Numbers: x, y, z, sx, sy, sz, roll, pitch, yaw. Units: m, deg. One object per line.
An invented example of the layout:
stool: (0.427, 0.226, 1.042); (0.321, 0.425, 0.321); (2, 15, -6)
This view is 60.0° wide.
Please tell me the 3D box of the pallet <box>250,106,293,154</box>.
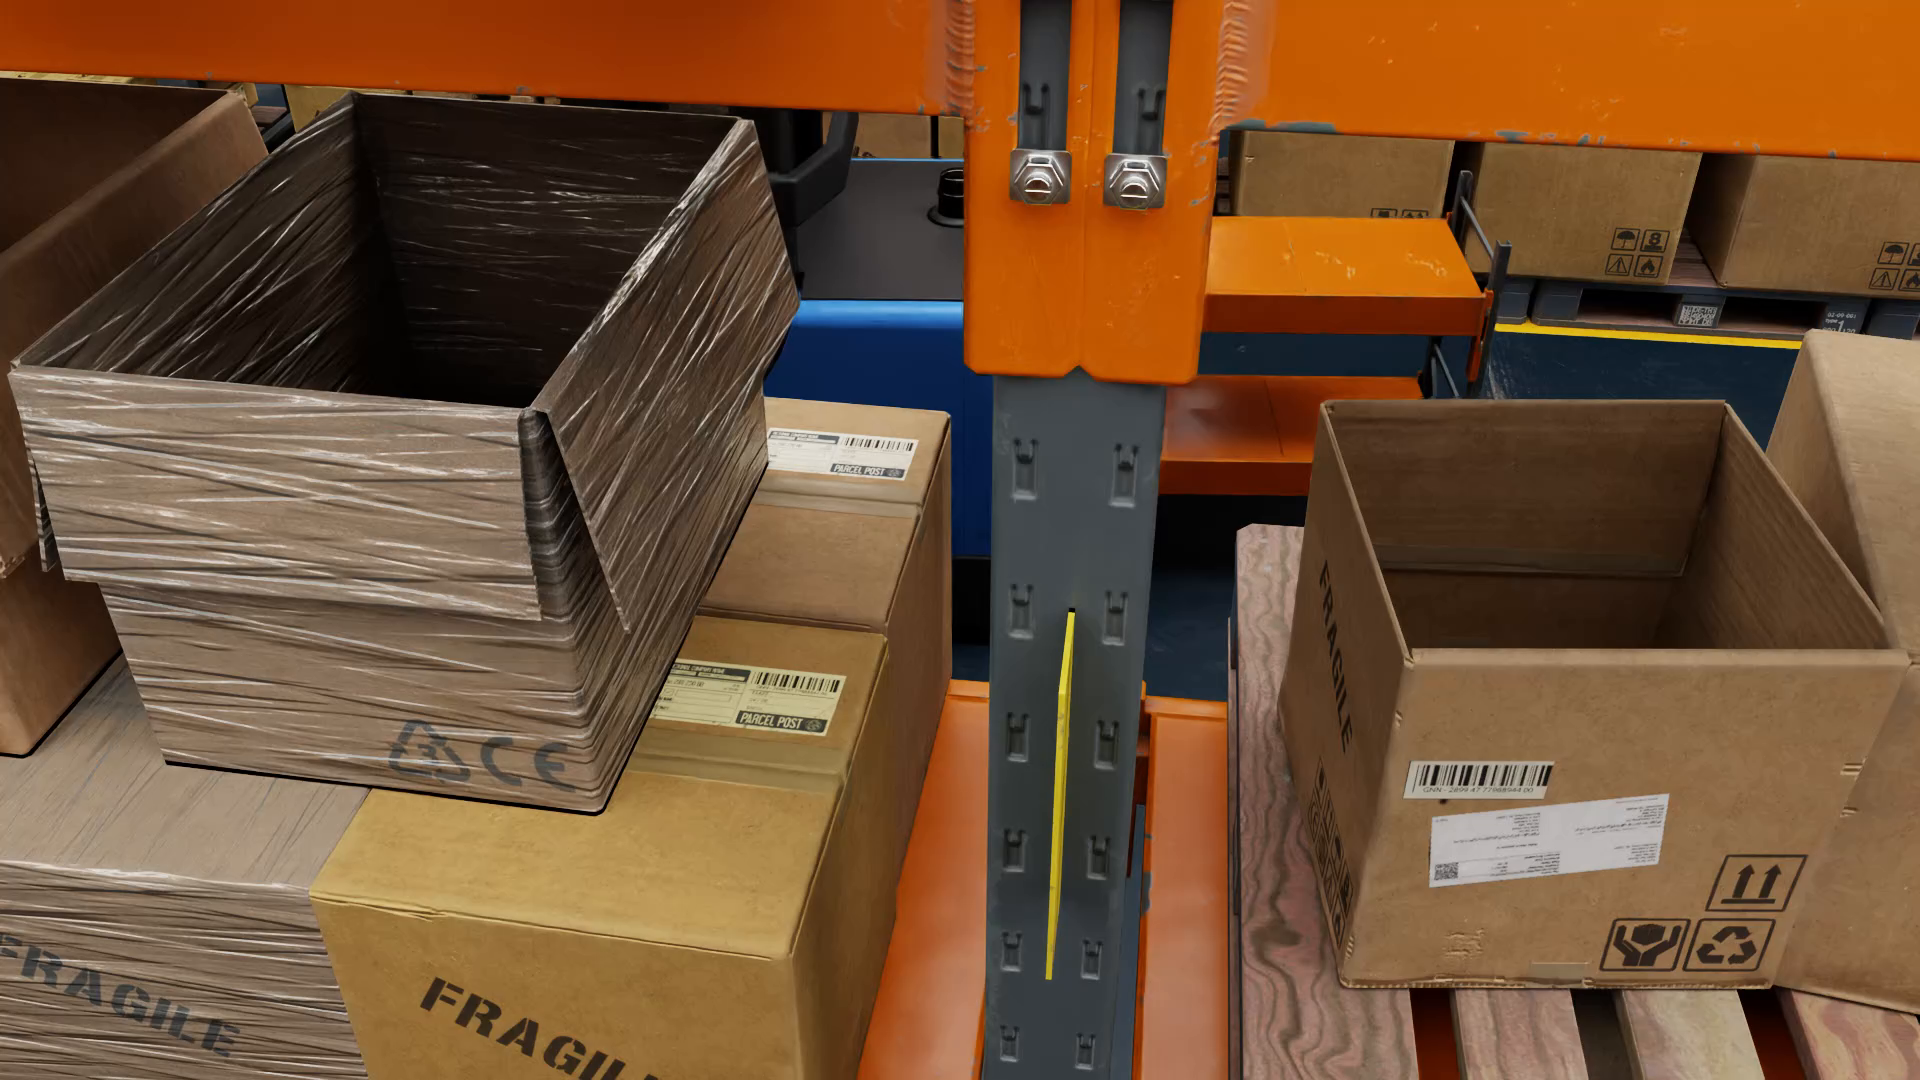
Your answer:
pallet: (-3.757, -1.673, 7.412); (1.213, 0.211, 1.003); (4, 36, 6)

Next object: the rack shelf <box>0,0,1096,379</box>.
rack shelf: (-1.834, -0.708, 1.697); (4.000, 0.370, 1.077); (4, 36, 6)

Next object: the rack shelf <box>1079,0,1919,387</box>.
rack shelf: (2.133, -0.412, 1.283); (4.000, 0.370, 1.077); (4, 36, 6)

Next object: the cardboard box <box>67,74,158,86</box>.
cardboard box: (-3.472, -1.908, 6.921); (0.250, 0.149, 0.380); (5, 36, 7)

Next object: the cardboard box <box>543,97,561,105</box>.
cardboard box: (-1.341, -1.655, 6.778); (0.500, 0.500, 0.500); (5, 36, 7)

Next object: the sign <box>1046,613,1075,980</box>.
sign: (0.082, 0.217, 1.368); (0.005, 0.325, 0.100); (4, 36, 6)

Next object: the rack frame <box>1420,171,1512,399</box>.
rack frame: (1.454, -0.465, 4.934); (0.032, 1.125, 0.500); (1, 36, 1)

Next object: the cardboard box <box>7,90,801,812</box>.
cardboard box: (-0.574, -0.145, 1.921); (0.637, 0.503, 0.797); (5, 36, 8)

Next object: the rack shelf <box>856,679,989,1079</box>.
rack shelf: (-1.834, 0.513, 2.569); (4.000, 0.370, 1.077); (4, 36, 6)

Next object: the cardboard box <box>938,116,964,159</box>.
cardboard box: (0.195, -1.534, 6.608); (0.500, 0.500, 0.500); (4, 36, 6)

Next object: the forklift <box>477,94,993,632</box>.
forklift: (-1.121, -1.210, 4.423); (3.031, 2.935, 1.130); (1, 36, 1)

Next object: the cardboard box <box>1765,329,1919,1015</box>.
cardboard box: (1.257, 0.157, 2.001); (0.500, 0.500, 0.700); (9, 37, 13)

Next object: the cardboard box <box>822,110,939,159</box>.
cardboard box: (-0.319, -1.575, 6.664); (0.500, 0.500, 0.500); (6, 36, 8)

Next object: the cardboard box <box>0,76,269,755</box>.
cardboard box: (-1.220, -0.194, 1.991); (0.637, 0.503, 0.797); (5, 36, 7)

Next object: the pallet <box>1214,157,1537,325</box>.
pallet: (1.654, -1.246, 6.814); (1.213, 0.211, 1.003); (4, 36, 6)

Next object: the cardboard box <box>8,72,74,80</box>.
cardboard box: (-3.731, -1.904, 6.916); (0.250, 0.149, 0.380); (5, 36, 7)

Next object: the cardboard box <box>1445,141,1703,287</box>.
cardboard box: (2.342, -1.578, 6.454); (0.750, 0.750, 1.050); (5, 36, 7)

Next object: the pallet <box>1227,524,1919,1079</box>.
pallet: (0.870, 0.437, 2.220); (1.003, 0.211, 1.213); (4, 36, 6)

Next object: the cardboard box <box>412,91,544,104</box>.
cardboard box: (-1.862, -1.686, 6.821); (0.500, 0.500, 0.500); (6, 36, 8)

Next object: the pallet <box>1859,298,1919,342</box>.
pallet: (4.074, -1.065, 6.561); (1.213, 0.211, 1.003); (4, 36, 6)

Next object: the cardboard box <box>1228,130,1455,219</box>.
cardboard box: (1.474, -1.641, 6.542); (0.750, 0.750, 1.050); (4, 36, 5)

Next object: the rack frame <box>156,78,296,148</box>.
rack frame: (-3.086, -2.778, 6.561); (0.127, 3.000, 1.000); (4, 36, 6)

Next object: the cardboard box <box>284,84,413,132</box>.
cardboard box: (-2.387, -1.724, 6.874); (0.500, 0.500, 0.500); (6, 36, 8)

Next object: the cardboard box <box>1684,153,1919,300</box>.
cardboard box: (3.265, -1.509, 6.358); (0.750, 0.750, 1.050); (4, 36, 6)

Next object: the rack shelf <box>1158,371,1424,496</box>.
rack shelf: (0.946, -0.274, 5.087); (1.000, 0.278, 0.538); (1, 36, 1)

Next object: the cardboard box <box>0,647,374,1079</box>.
cardboard box: (-0.865, 0.393, 2.031); (0.500, 0.500, 0.500); (4, 36, 6)

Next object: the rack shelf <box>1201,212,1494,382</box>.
rack shelf: (0.946, -0.711, 4.774); (1.000, 0.278, 0.538); (1, 36, 1)

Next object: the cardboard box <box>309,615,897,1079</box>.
cardboard box: (-0.372, 0.433, 1.975); (0.500, 0.500, 0.500); (5, 36, 7)

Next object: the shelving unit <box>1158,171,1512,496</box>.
shelving unit: (0.946, -0.473, 4.944); (1.048, 1.125, 0.538); (1, 36, 1)

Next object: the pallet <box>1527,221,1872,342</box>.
pallet: (2.860, -1.154, 6.685); (1.213, 0.211, 1.003); (4, 36, 6)

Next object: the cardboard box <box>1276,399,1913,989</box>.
cardboard box: (0.690, 0.173, 1.978); (0.500, 0.500, 0.500); (0, 36, 0)

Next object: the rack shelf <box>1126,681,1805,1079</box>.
rack shelf: (2.133, 0.809, 2.154); (4.000, 0.370, 1.077); (4, 36, 6)

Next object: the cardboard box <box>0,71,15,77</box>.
cardboard box: (-3.978, -1.918, 6.936); (0.250, 0.149, 0.380); (4, 36, 6)

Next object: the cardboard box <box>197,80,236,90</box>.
cardboard box: (-3.405, -2.121, 7.477); (0.250, 0.149, 0.380); (6, 36, 8)

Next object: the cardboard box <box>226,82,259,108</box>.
cardboard box: (-3.406, -2.001, 7.564); (0.250, 0.149, 0.380); (3, 36, 4)

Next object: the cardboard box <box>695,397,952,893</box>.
cardboard box: (-0.298, 0.134, 2.393); (0.500, 0.500, 0.500); (5, 36, 7)
